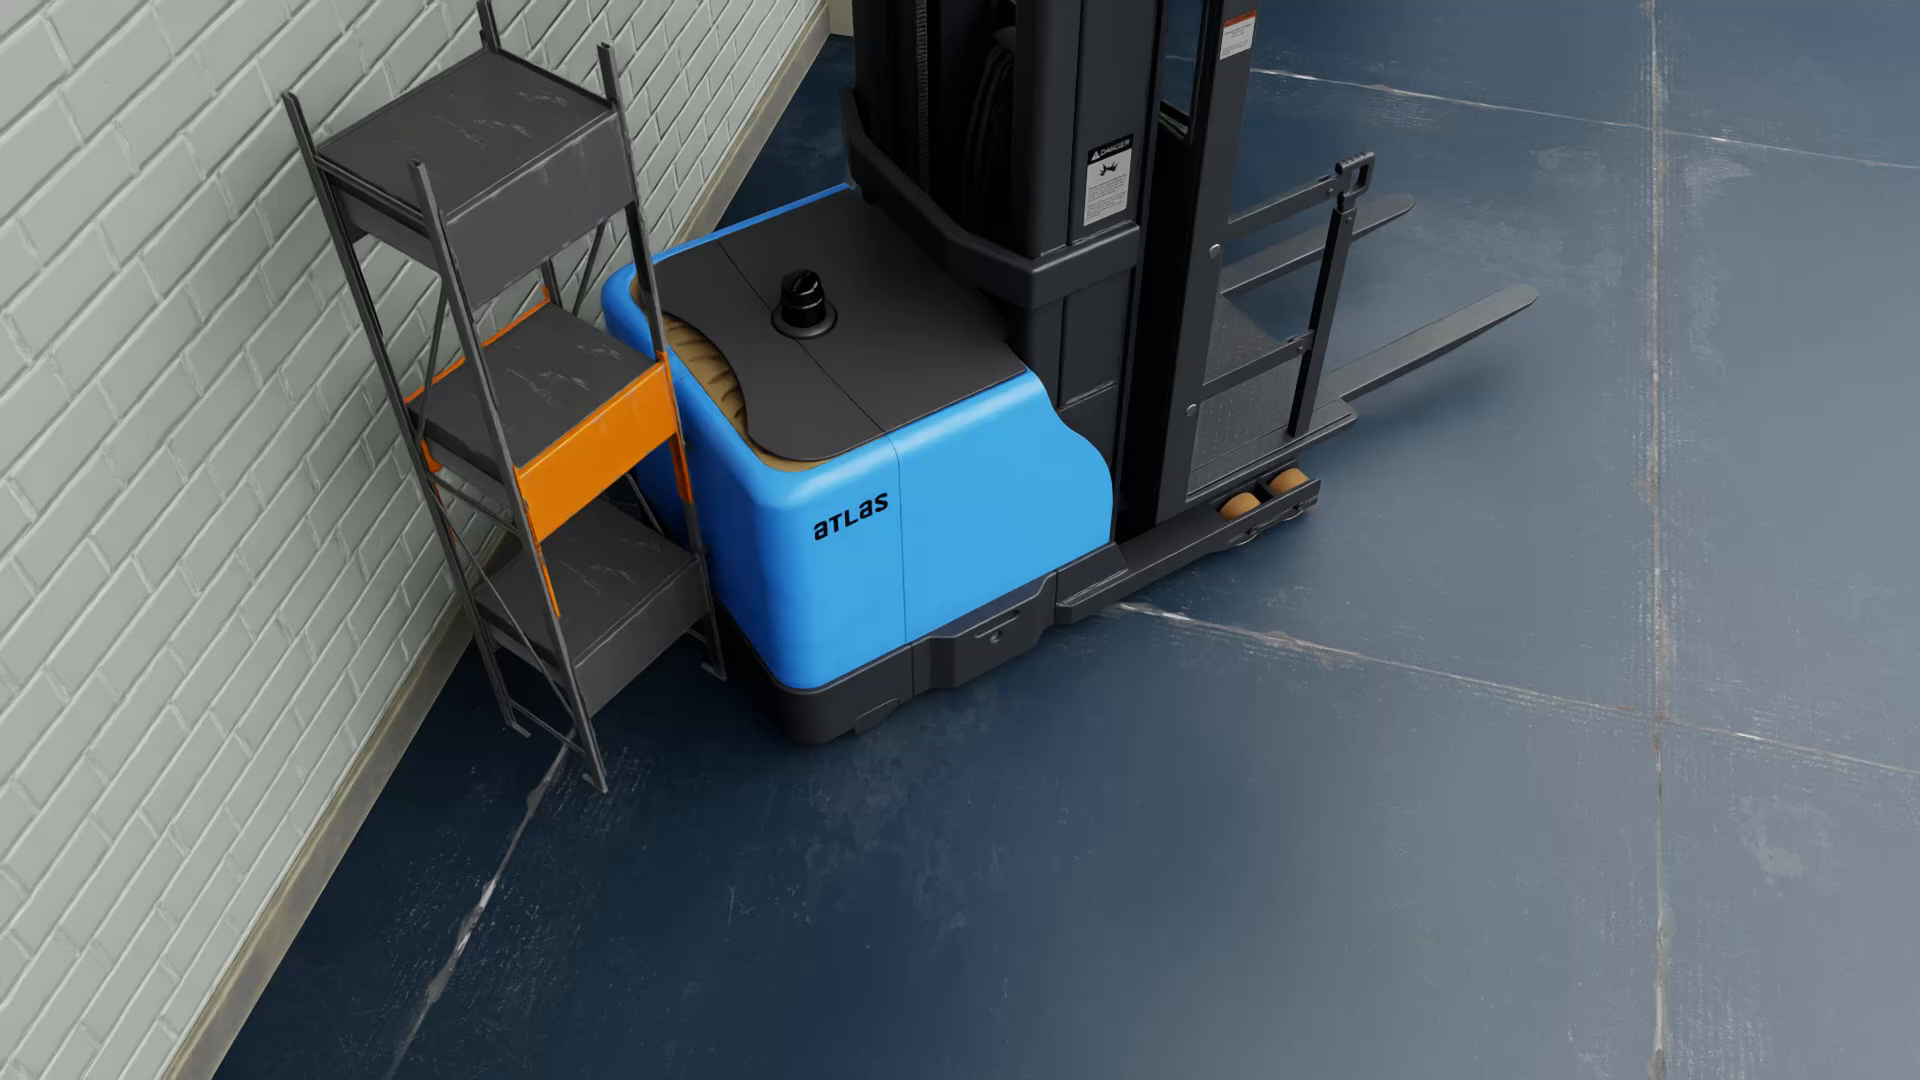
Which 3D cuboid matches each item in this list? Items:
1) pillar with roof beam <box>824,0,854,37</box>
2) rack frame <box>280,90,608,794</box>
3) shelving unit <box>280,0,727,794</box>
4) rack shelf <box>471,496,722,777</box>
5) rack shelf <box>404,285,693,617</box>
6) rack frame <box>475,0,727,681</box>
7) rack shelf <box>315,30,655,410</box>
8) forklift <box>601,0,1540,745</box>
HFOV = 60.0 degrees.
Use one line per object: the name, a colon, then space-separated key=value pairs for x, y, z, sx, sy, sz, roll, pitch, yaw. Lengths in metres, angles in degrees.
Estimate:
pillar with roof beam: x=3.758 y=-4.439 z=3.166 sx=9.100 sy=9.000 sz=0.400 roll=12 pitch=50 yaw=10
rack frame: x=-1.146 y=-0.082 z=3.921 sx=0.400 sy=2.100 sz=0.015 roll=29 pitch=55 yaw=24
shelving unit: x=-0.999 y=-0.228 z=4.050 sx=0.431 sy=2.100 sz=0.503 roll=29 pitch=55 yaw=24
rack shelf: x=-0.997 y=0.244 z=4.585 sx=0.431 sy=0.518 sz=0.480 roll=29 pitch=55 yaw=24
rack shelf: x=-0.999 y=-0.219 z=4.060 sx=0.431 sy=0.518 sz=0.480 roll=29 pitch=55 yaw=24
rack frame: x=-0.852 y=-0.374 z=4.178 sx=0.400 sy=2.100 sz=0.015 roll=29 pitch=55 yaw=24
rack shelf: x=-1.000 y=-0.682 z=3.535 sx=0.431 sy=0.518 sz=0.480 roll=29 pitch=55 yaw=24
forklift: x=0.537 y=-1.264 z=4.411 sx=3.031 sy=2.935 sz=1.130 roll=-26 pitch=53 yaw=-21
